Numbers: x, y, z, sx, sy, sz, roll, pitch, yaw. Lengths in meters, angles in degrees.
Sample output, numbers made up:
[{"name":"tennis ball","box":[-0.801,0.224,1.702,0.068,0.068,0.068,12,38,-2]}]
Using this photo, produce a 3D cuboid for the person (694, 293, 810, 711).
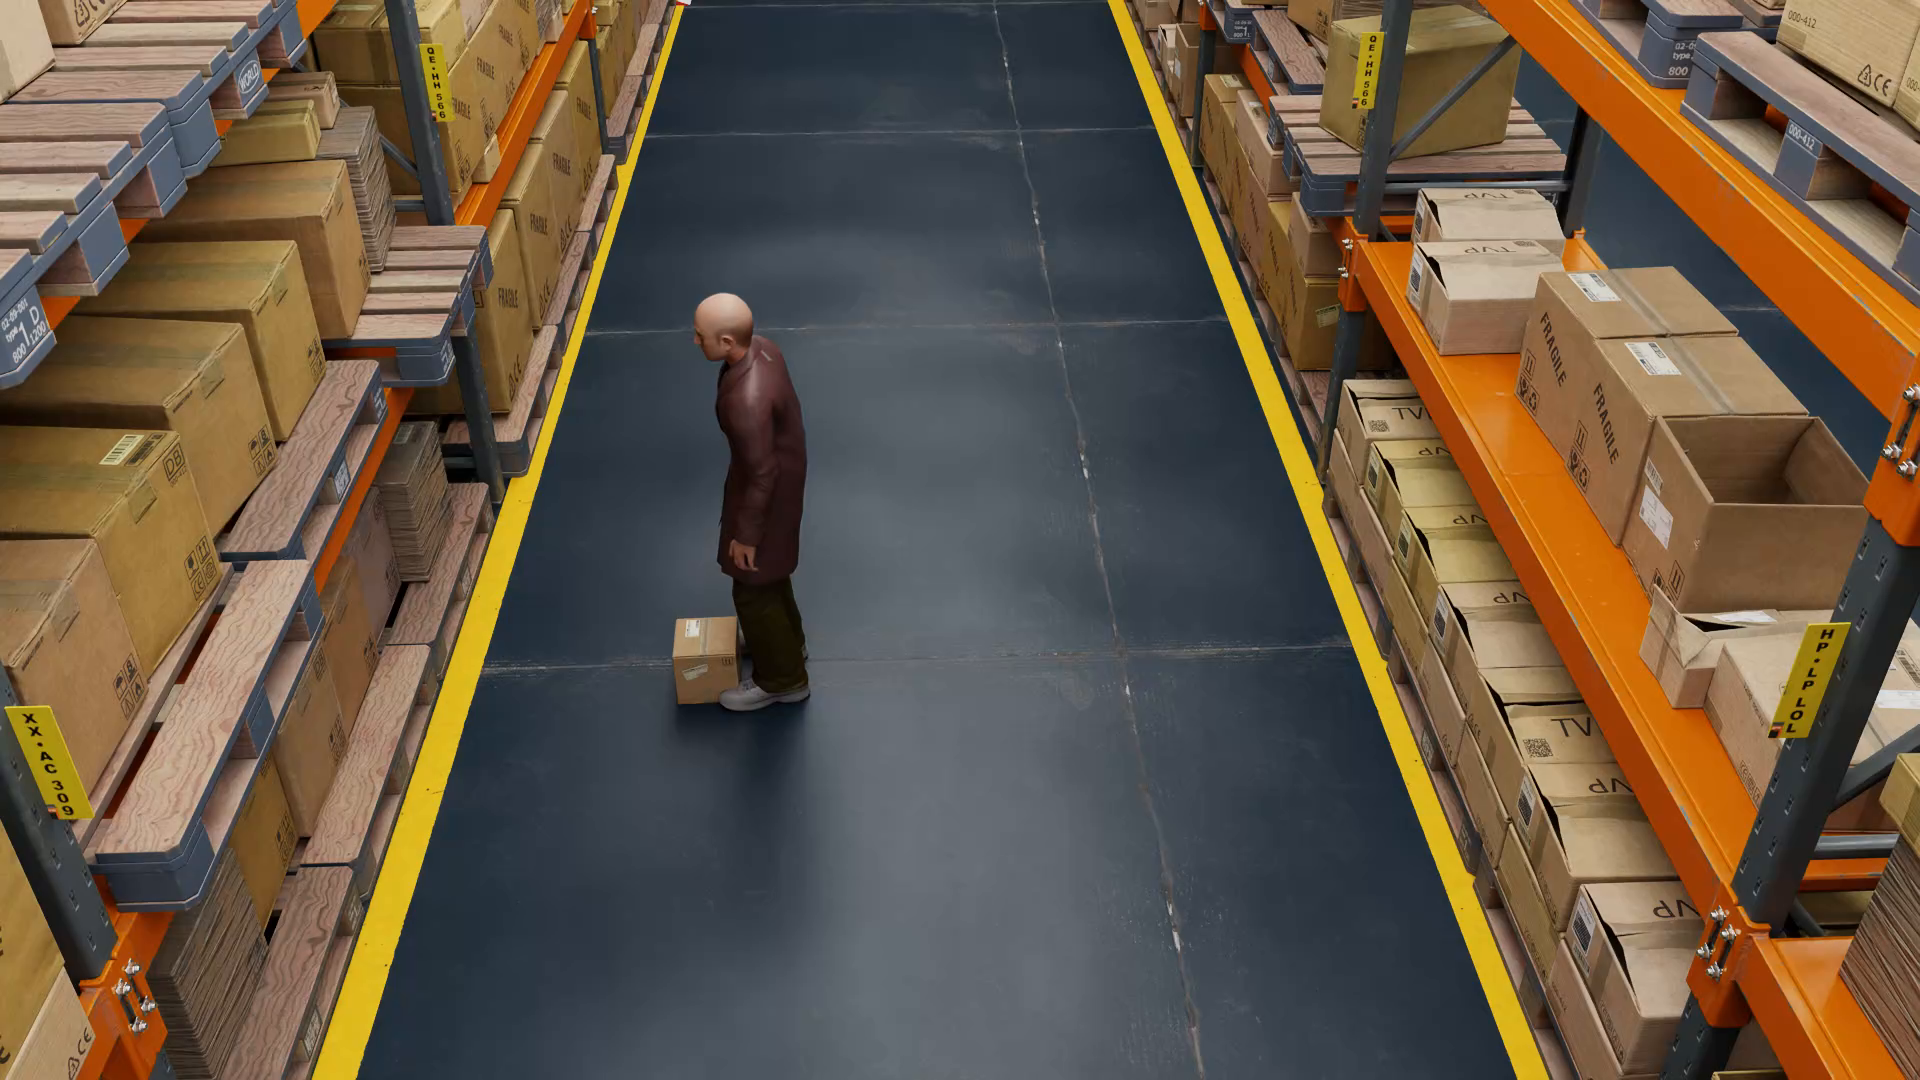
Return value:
[{"name":"person","box":[-0.783,-0.145,6.367,0.419,1.774,0.646,-2,35,-3]}]
